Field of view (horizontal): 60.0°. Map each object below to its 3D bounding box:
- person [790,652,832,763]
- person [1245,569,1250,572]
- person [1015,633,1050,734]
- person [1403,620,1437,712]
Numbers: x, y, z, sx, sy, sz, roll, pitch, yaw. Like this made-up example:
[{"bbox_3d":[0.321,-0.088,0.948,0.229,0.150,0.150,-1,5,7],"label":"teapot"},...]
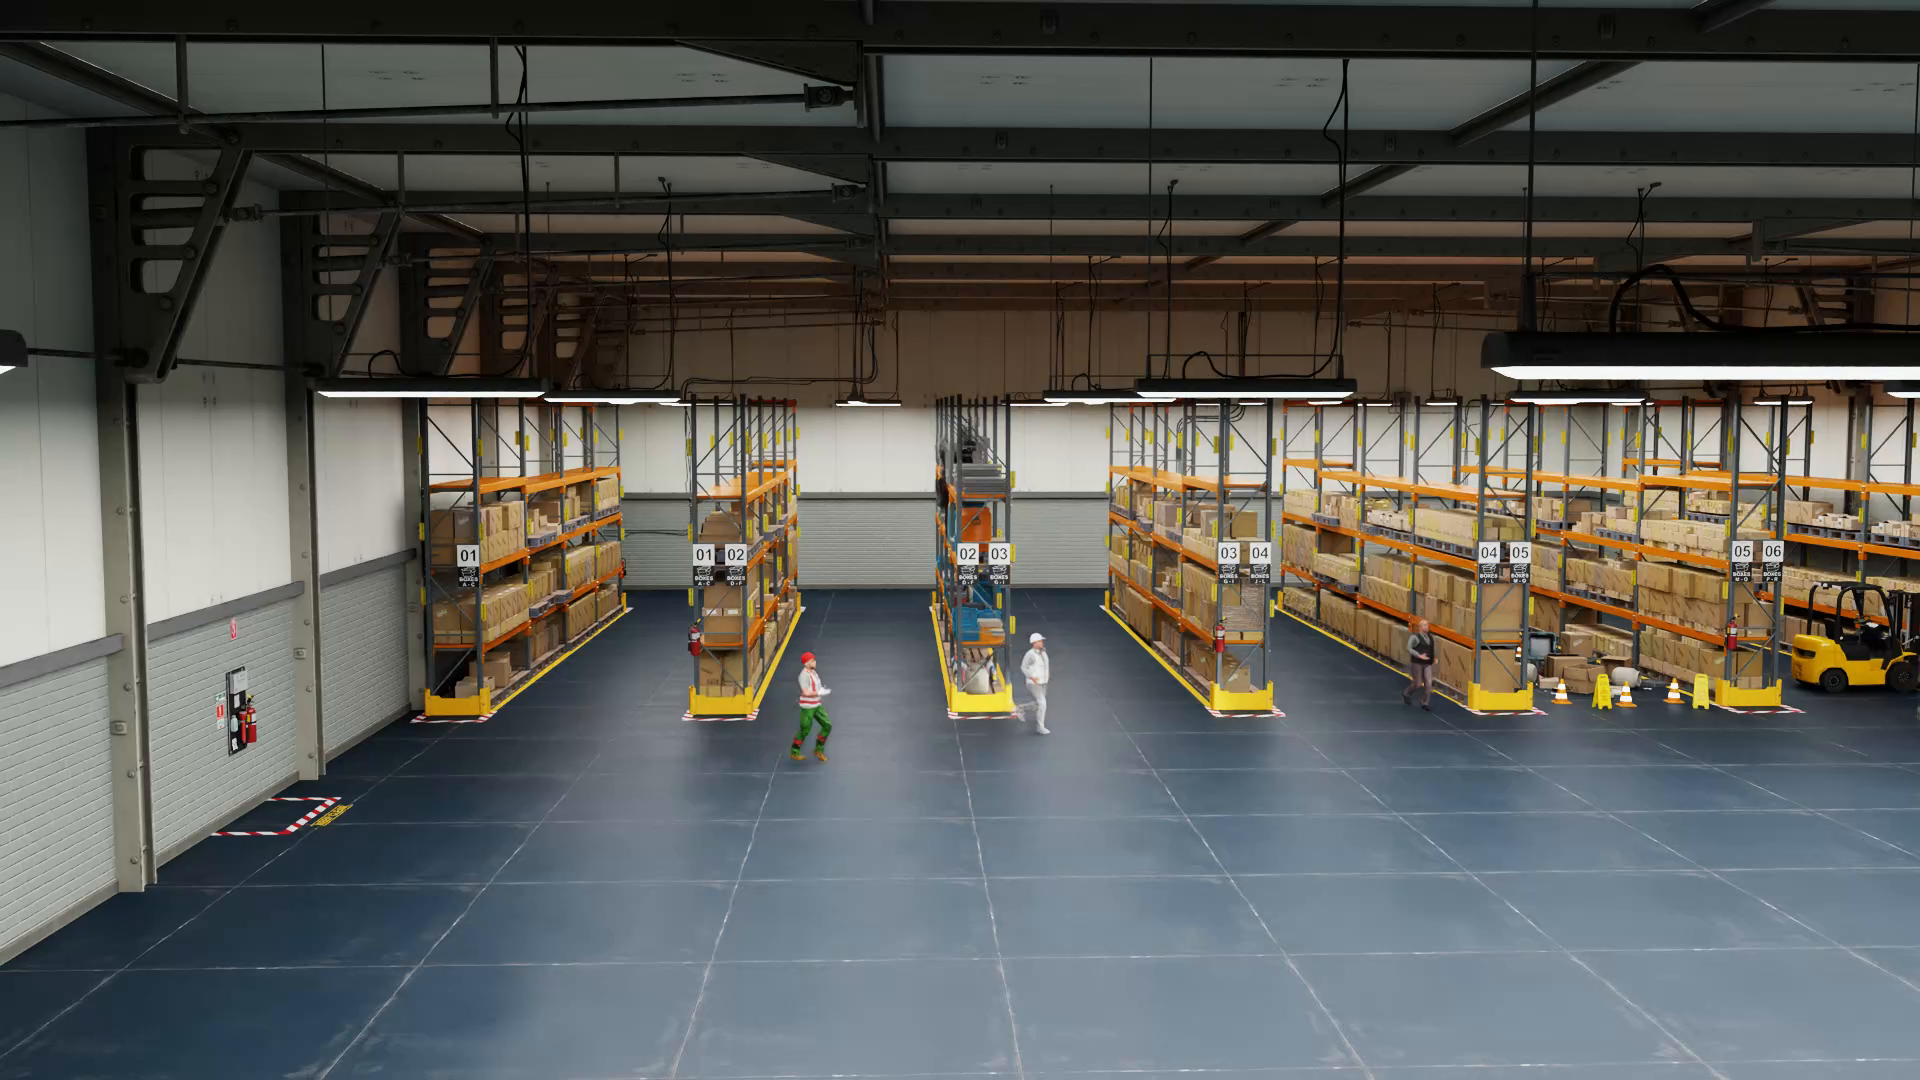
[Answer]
[{"bbox_3d":[-2.384,2.719,26.856,0.748,1.825,0.659,2,5,23],"label":"person"},{"bbox_3d":[8.113,1.235,45.972,0.699,1.739,0.693,0,5,6],"label":"person"},{"bbox_3d":[1.308,2.524,29.514,0.762,1.770,0.677,4,6,38],"label":"person"},{"bbox_3d":[8.799,2.375,31.701,0.686,1.701,0.759,-2,5,-21],"label":"person"}]
